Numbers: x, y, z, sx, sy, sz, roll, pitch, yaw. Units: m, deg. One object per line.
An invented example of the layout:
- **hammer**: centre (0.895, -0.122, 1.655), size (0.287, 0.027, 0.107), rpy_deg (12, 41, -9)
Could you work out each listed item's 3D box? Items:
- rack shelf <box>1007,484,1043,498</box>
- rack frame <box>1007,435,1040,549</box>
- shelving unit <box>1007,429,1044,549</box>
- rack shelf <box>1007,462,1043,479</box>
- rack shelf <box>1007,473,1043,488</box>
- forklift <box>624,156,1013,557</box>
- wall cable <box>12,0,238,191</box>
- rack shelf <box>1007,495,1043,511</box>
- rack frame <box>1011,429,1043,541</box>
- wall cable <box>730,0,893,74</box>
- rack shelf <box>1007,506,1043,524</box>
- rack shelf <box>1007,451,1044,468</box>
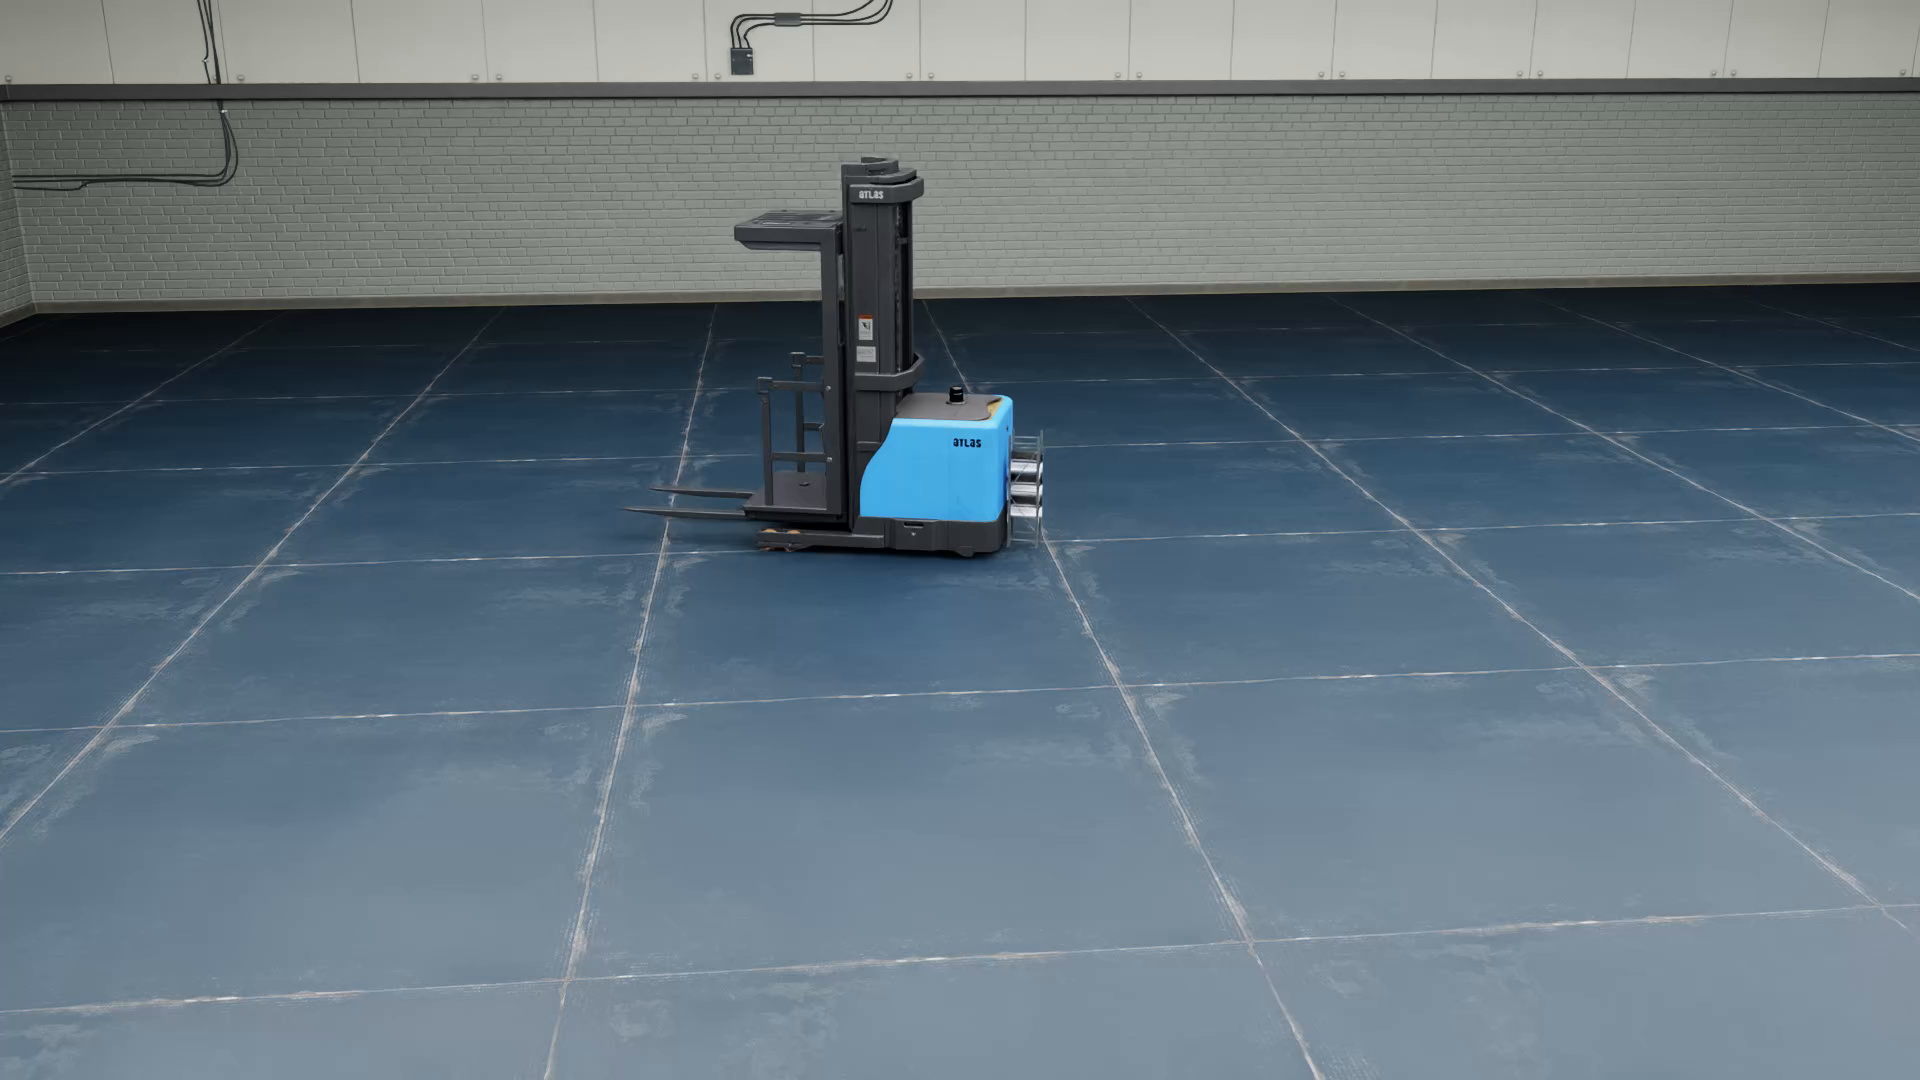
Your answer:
- **rack shelf**: centre (0.507, -0.368, 12.957), size (0.258, 0.077, 0.200), rpy_deg (3, 18, 9)
- **rack frame**: centre (0.491, -0.370, 12.851), size (0.240, 0.900, 0.006), rpy_deg (3, 18, 9)
- **shelving unit**: centre (0.507, -0.400, 12.947), size (0.258, 0.900, 0.210), rpy_deg (3, 18, 9)
- **rack shelf**: centre (0.507, -0.540, 12.903), size (0.258, 0.077, 0.200), rpy_deg (3, 18, 9)
- **rack shelf**: centre (0.507, -0.454, 12.930), size (0.258, 0.077, 0.200), rpy_deg (3, 18, 9)
- **forklift**: centre (-1.130, -1.458, 12.929), size (3.031, 2.935, 1.130), rpy_deg (3, 18, 9)
- **wall cable**: centre (-11.492, -6.020, 22.512), size (3.097, 2.526, 0.112), rpy_deg (-2, 18, -6)
- **rack shelf**: centre (0.507, -0.282, 12.984), size (0.258, 0.077, 0.200), rpy_deg (3, 18, 9)
- **rack frame**: centre (0.523, -0.430, 13.042), size (0.240, 0.900, 0.006), rpy_deg (3, 18, 9)
- **wall cable**: centre (-2.048, -9.412, 22.457), size (2.305, 6.003, 0.169), rpy_deg (-2, 18, -6)
- **rack shelf**: centre (0.506, -0.196, 13.011), size (0.258, 0.077, 0.200), rpy_deg (3, 18, 9)
- **rack shelf**: centre (0.508, -0.626, 12.876), size (0.258, 0.077, 0.200), rpy_deg (3, 18, 9)
